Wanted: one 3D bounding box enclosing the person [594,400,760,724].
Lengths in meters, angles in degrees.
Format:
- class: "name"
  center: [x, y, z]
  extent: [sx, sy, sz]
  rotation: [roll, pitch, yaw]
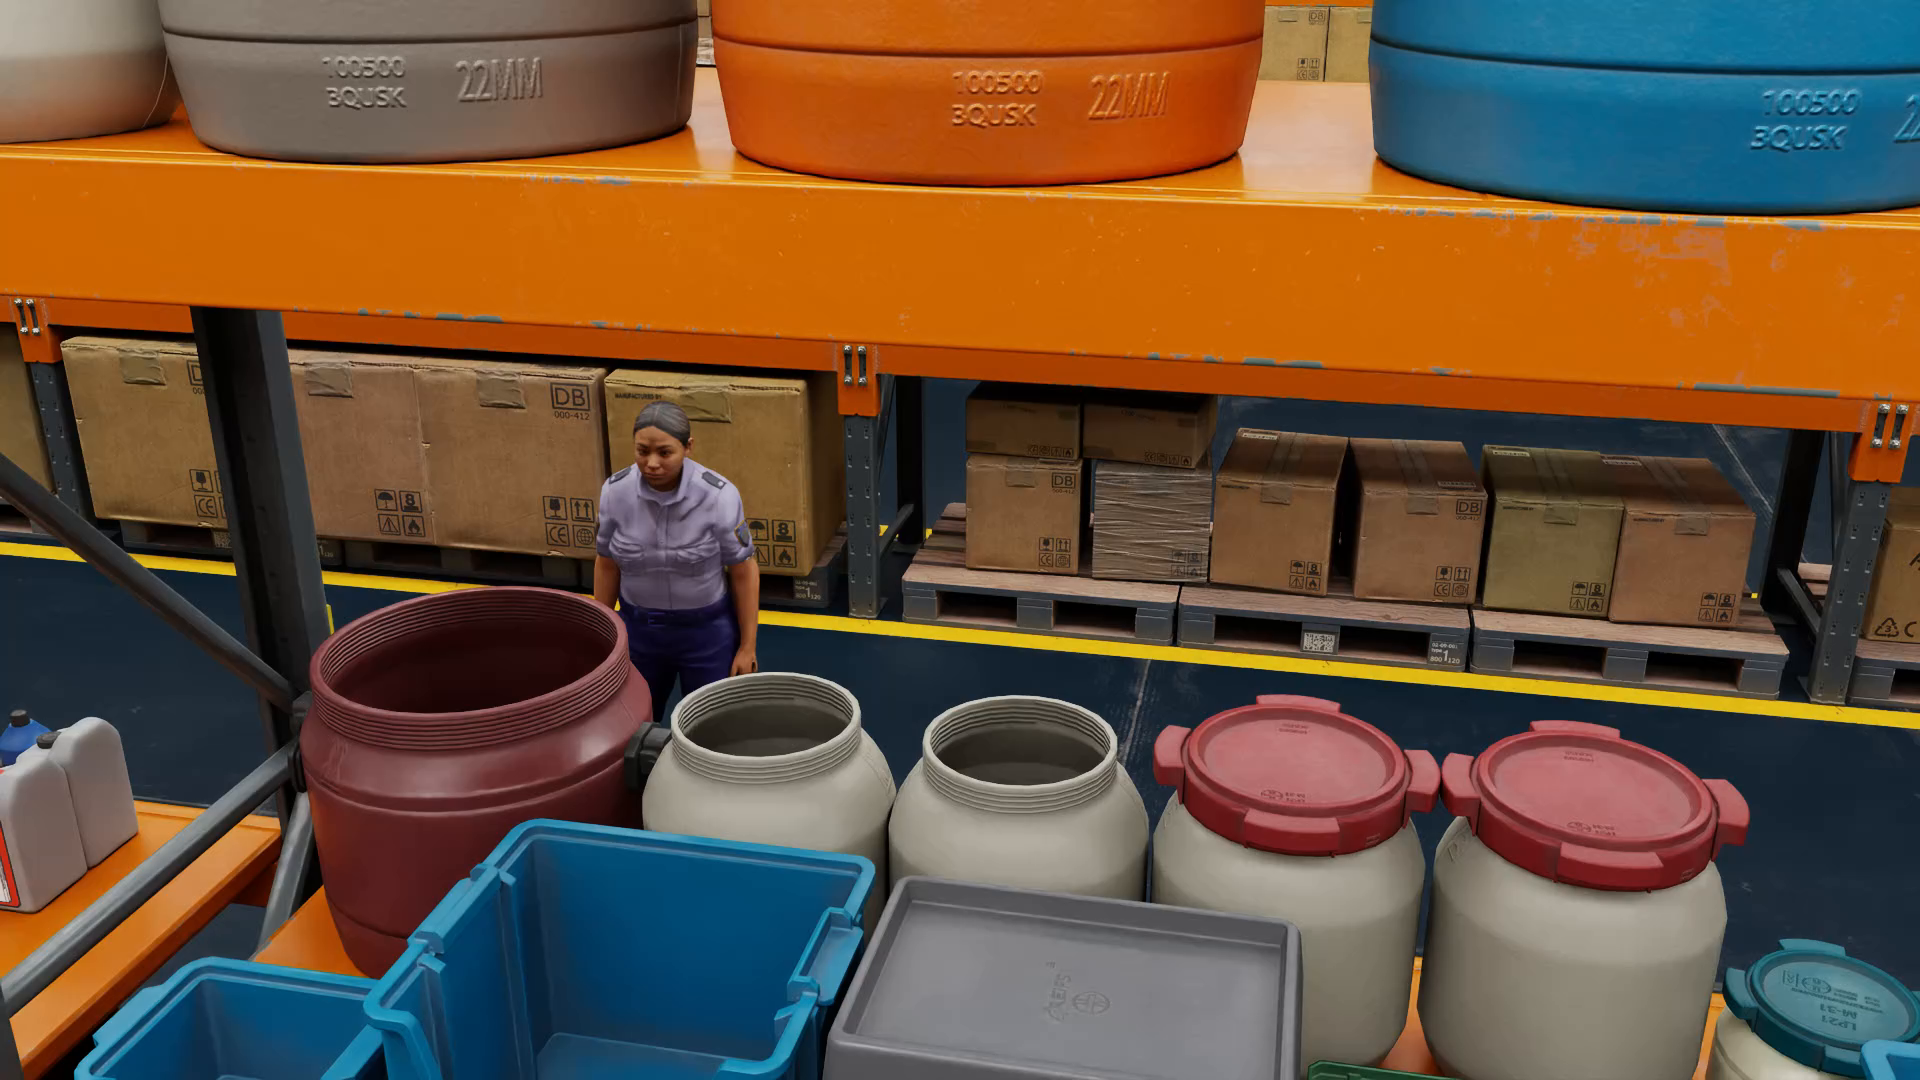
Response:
- class: "person"
  center: [-0.909, 0.334, 5.258]
  extent: [0.564, 1.652, 0.374]
  rotation: [3, 22, 8]
